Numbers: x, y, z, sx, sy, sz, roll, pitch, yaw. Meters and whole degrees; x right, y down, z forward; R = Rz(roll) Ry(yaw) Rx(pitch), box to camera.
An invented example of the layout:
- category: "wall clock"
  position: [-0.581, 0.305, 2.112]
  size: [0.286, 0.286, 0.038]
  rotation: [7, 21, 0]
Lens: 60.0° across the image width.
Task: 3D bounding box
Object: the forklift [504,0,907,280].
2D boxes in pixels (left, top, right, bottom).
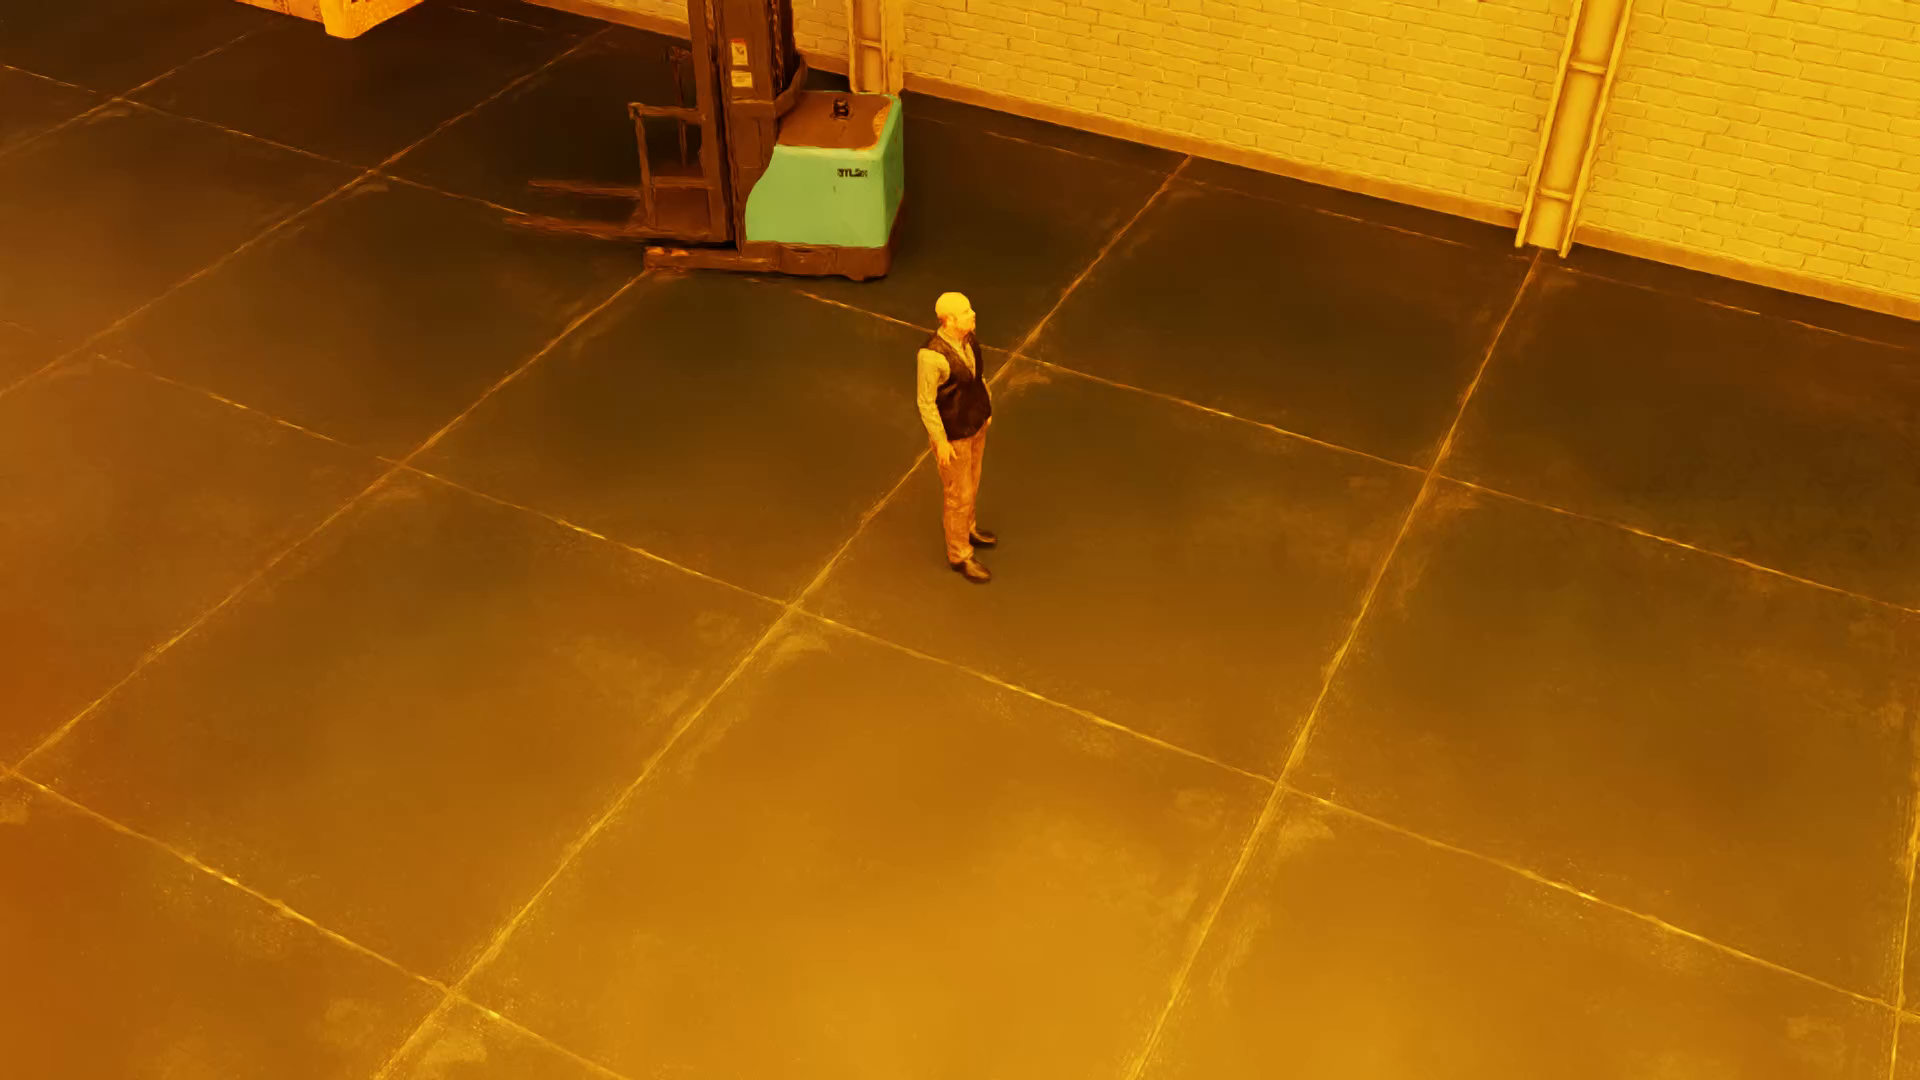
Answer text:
- category: "forklift"
  position: [-1.981, -3.498, 12.140]
  size: [3.031, 2.935, 1.130]
  rotation: [5, 40, 6]

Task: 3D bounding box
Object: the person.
- category: "person"
  position: [0.052, -0.641, 9.675]
  size: [0.567, 1.720, 0.632]
  rotation: [18, 43, 21]
